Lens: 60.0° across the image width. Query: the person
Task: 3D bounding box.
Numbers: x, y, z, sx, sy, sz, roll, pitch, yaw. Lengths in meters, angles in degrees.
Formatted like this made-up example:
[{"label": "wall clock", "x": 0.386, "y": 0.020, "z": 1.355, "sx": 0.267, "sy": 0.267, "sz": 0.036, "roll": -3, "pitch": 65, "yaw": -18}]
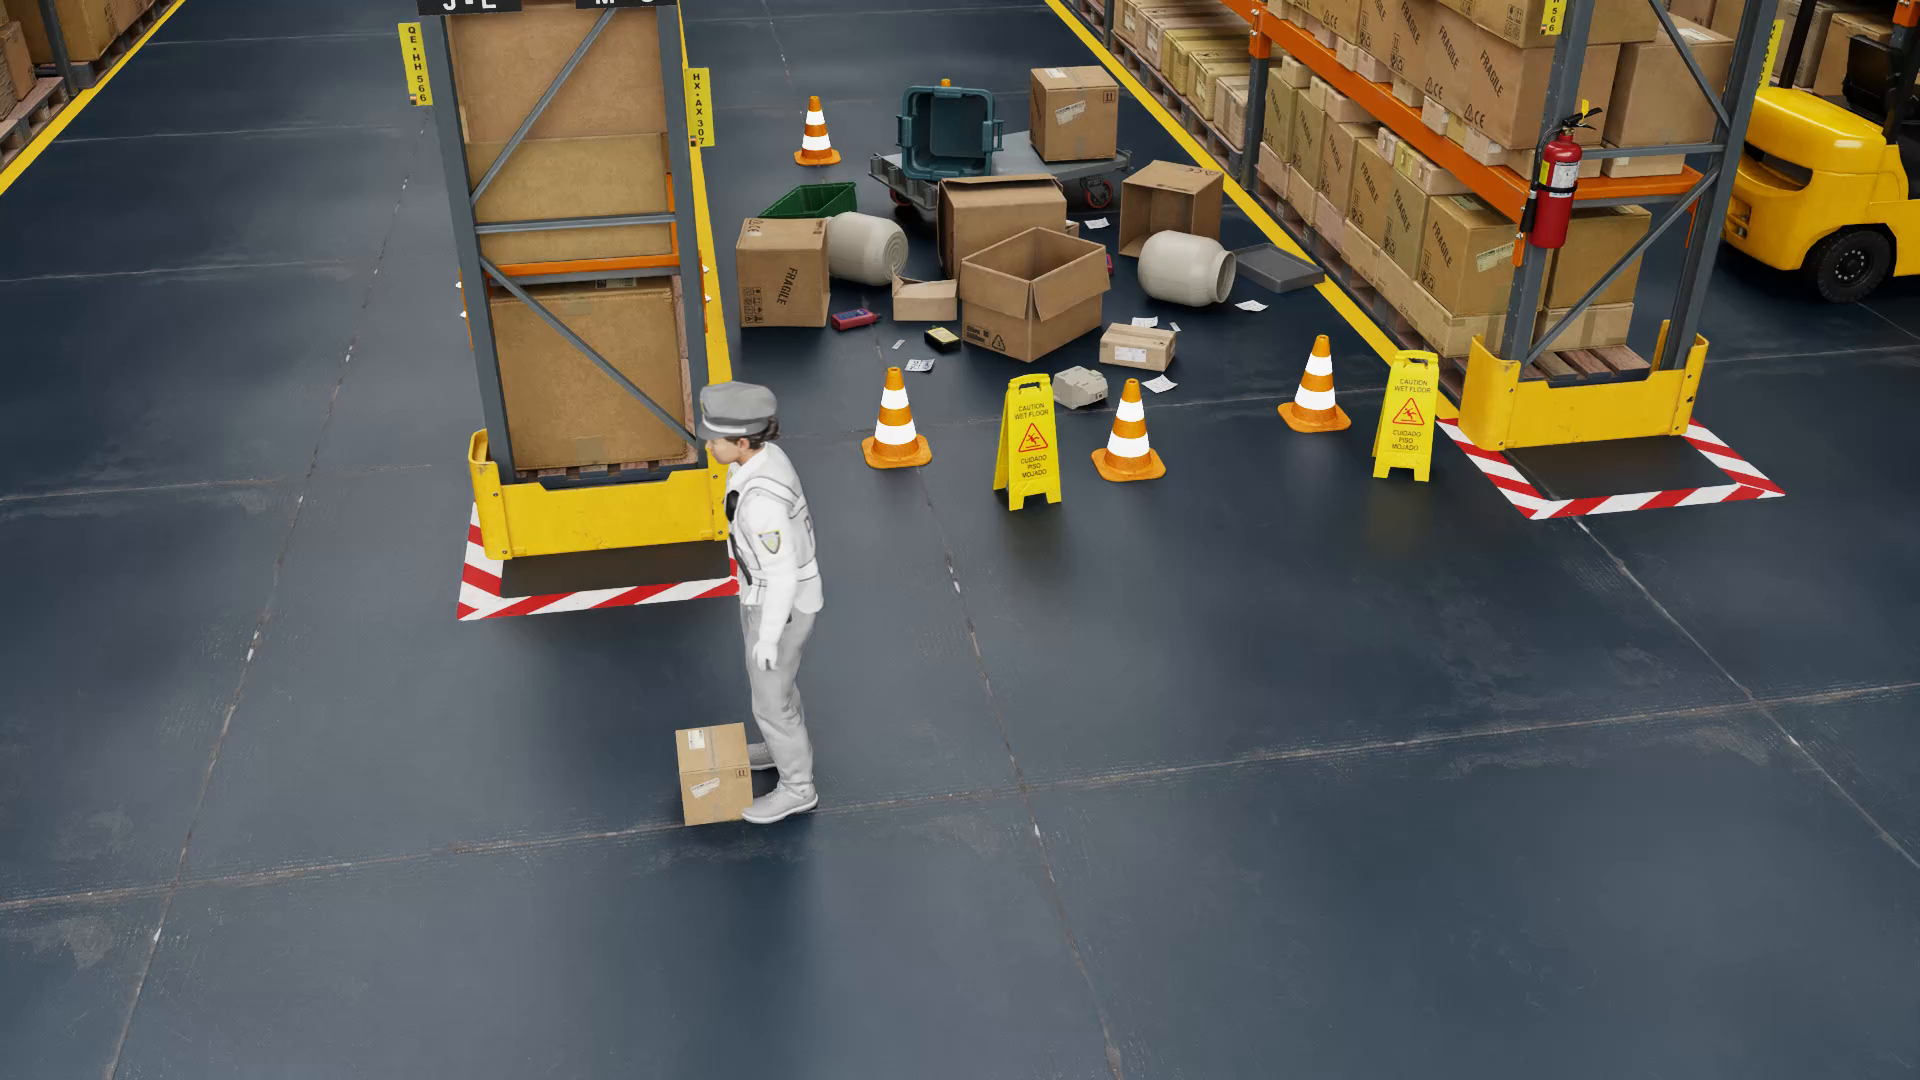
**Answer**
[{"label": "person", "x": -0.666, "y": 0.225, "z": 5.752, "sx": 0.377, "sy": 1.663, "sz": 0.538, "roll": -6, "pitch": 31, "yaw": -10}]
